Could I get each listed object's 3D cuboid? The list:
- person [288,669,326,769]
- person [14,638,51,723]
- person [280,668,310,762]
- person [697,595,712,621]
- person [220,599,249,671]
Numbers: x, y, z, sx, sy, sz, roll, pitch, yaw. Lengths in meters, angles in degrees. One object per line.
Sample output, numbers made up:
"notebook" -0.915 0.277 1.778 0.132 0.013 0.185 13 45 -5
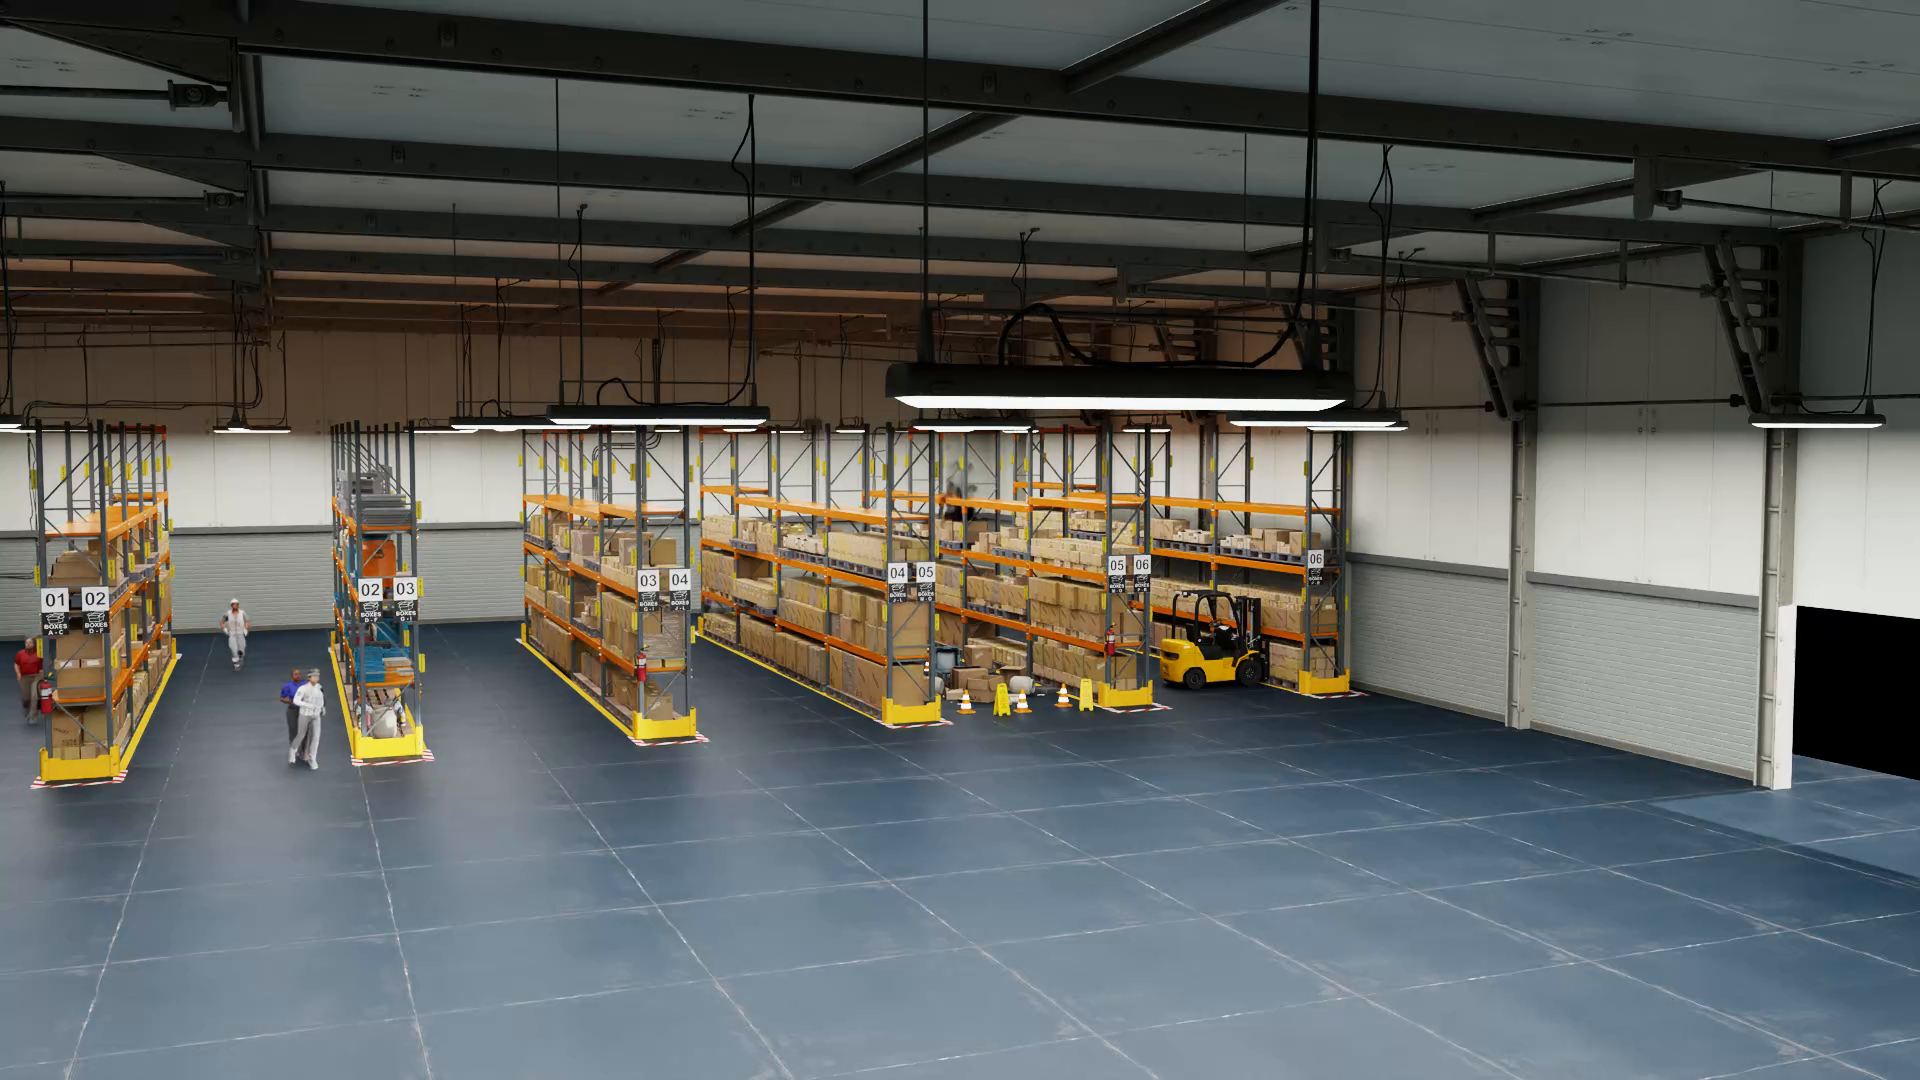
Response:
"person" -11.298 3.071 28.901 0.905 1.687 0.644 3 5 40
"person" -18.587 2.809 33.330 0.653 1.691 0.647 -1 4 -21
"person" -11.698 3.082 29.363 0.597 1.676 0.769 -2 4 -30
"person" -7.466 1.895 49.215 0.589 1.557 0.572 -3 4 -36
"person" -17.702 2.312 40.598 0.666 1.751 0.596 -2 4 -27
